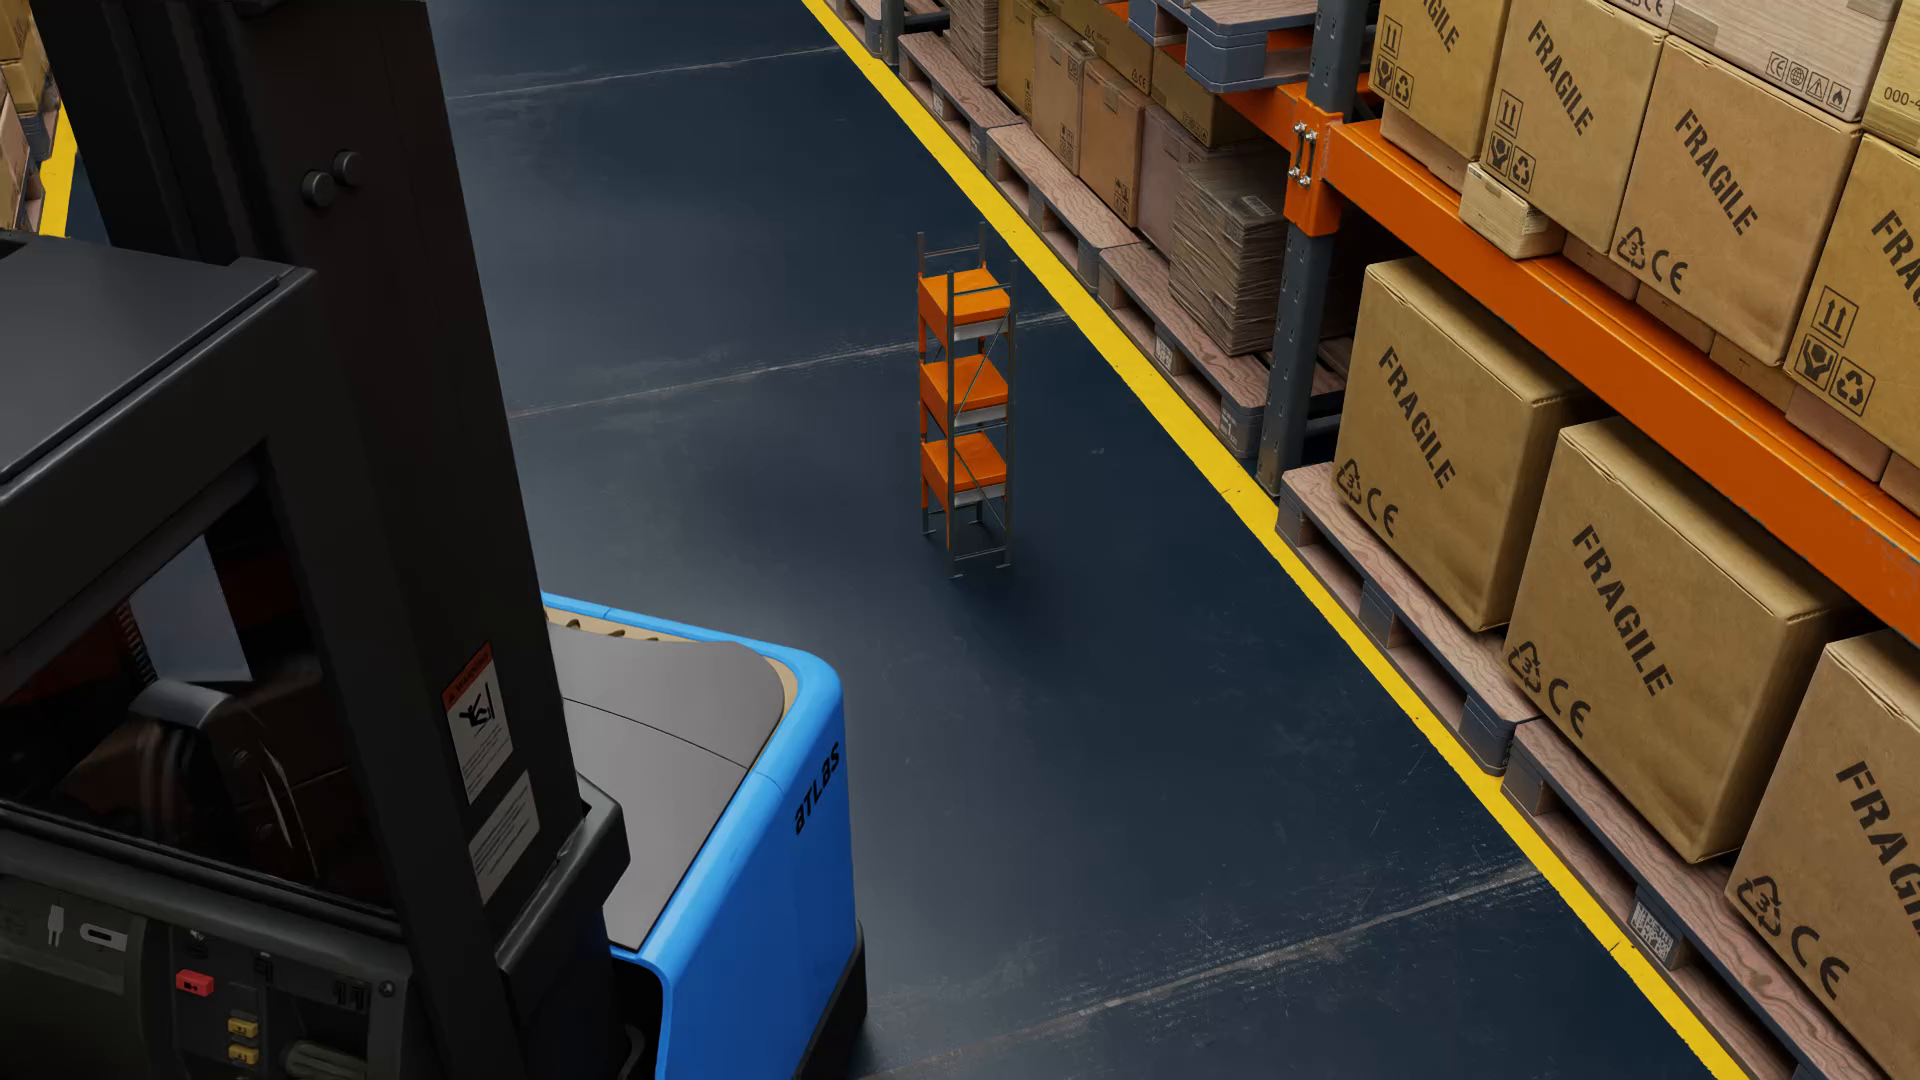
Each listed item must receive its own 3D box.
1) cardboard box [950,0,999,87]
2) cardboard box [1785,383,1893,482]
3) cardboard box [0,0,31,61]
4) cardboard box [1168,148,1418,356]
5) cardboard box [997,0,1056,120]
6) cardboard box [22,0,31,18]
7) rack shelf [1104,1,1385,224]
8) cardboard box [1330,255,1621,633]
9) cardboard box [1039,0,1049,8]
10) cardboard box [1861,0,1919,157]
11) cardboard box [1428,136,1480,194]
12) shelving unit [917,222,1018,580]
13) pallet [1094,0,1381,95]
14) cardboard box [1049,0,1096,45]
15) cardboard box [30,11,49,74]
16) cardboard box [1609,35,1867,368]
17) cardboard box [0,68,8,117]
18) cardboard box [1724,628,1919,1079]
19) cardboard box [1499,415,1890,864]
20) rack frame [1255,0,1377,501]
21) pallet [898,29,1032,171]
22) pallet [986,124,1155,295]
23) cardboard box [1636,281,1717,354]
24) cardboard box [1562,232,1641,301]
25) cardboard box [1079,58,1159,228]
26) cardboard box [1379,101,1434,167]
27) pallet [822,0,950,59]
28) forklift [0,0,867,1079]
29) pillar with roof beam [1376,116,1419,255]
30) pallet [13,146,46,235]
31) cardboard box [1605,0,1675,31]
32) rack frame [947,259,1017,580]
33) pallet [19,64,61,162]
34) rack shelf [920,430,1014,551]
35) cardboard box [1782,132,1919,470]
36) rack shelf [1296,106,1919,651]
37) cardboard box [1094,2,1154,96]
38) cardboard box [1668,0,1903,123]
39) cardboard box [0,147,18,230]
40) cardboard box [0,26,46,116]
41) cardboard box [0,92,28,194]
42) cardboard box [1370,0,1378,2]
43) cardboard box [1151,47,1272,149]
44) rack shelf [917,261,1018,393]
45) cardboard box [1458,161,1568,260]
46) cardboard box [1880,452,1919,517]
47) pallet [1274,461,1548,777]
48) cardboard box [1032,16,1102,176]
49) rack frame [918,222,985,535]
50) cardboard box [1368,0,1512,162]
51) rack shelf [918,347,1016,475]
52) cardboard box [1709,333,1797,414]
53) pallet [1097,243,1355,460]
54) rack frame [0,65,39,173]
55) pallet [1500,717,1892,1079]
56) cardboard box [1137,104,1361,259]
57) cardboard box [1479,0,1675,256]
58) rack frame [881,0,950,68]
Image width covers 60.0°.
[{"bbox_3d":[0.360,-2.490,7.775,0.700,0.500,0.500,-11,38,-14],"label":"cardboard box"},{"bbox_3d":[1.902,-0.275,3.314,0.380,0.149,0.250,-12,39,-16],"label":"cardboard box"},{"bbox_3d":[-4.424,-2.393,7.247,0.500,0.500,0.500,-12,39,-16],"label":"cardboard box"},{"bbox_3d":[1.171,-1.039,5.848,0.700,0.500,0.500,-12,39,-15],"label":"cardboard box"},{"bbox_3d":[0.585,-2.209,7.401,0.700,0.500,0.500,-13,39,-17],"label":"cardboard box"},{"bbox_3d":[-4.603,-2.674,7.620,0.500,0.500,0.500,-12,39,-16],"label":"cardboard box"},{"bbox_3d":[0.780,-2.308,6.419,1.077,0.370,4.000,-12,39,-16],"label":"rack shelf"},{"bbox_3d":[1.598,-0.332,4.635,0.750,0.750,0.750,-13,39,-17],"label":"cardboard box"},{"bbox_3d":[0.515,-2.542,7.220,0.500,0.250,0.500,-13,39,-17],"label":"cardboard box"},{"bbox_3d":[1.925,-0.750,2.782,0.500,0.250,0.500,-13,39,-17],"label":"cardboard box"},{"bbox_3d":[1.442,-0.995,4.270,0.380,0.149,0.250,-12,39,-15],"label":"cardboard box"},{"bbox_3d":[0.018,-0.389,4.894,0.215,1.050,0.252,-12,39,-16],"label":"shelving unit"},{"bbox_3d":[1.123,-1.770,5.266,1.213,0.211,1.003,-12,39,-16],"label":"pallet"},{"bbox_3d":[0.698,-2.248,6.831,0.500,0.250,0.500,-14,39,-17],"label":"cardboard box"},{"bbox_3d":[-4.600,-2.375,7.847,0.500,0.250,0.500,-12,39,-16],"label":"cardboard box"},{"bbox_3d":[1.736,-0.727,3.375,0.500,0.500,0.500,-13,39,-16],"label":"cardboard box"},{"bbox_3d":[-4.150,-1.822,6.645,0.500,0.311,0.500,-12,39,-16],"label":"cardboard box"},{"bbox_3d":[2.190,0.643,3.341,0.750,0.750,0.750,-11,38,-15],"label":"cardboard box"},{"bbox_3d":[1.893,0.164,3.977,0.750,0.750,0.750,-13,39,-16],"label":"cardboard box"},{"bbox_3d":[1.468,-1.466,4.703,1.000,3.000,0.127,-12,39,-16],"label":"rack frame"},{"bbox_3d":[0.361,-2.172,7.958,1.003,0.211,1.213,-12,39,-16],"label":"pallet"},{"bbox_3d":[0.784,-1.482,7.042,1.003,0.211,1.213,-12,39,-16],"label":"pallet"},{"bbox_3d":[1.754,-0.566,3.701,0.380,0.149,0.250,-12,39,-15],"label":"cardboard box"},{"bbox_3d":[1.657,-0.711,3.893,0.380,0.149,0.250,-13,39,-16],"label":"cardboard box"},{"bbox_3d":[0.906,-1.629,6.631,0.700,0.500,0.500,-13,39,-16],"label":"cardboard box"},{"bbox_3d":[1.364,-1.139,4.462,0.380,0.149,0.250,-13,39,-17],"label":"cardboard box"},{"bbox_3d":[-0.173,-2.984,9.035,1.003,0.211,1.213,-12,39,-16],"label":"pallet"},{"bbox_3d":[-1.159,0.659,1.938,1.130,2.935,3.031,11,38,15],"label":"forklift"},{"bbox_3d":[-2.209,-3.884,2.927,9.100,9.000,0.400,-12,39,-16],"label":"pillar with roof beam"},{"bbox_3d":[-4.268,-1.176,6.635,1.003,0.211,1.213,-12,39,-16],"label":"pallet"},{"bbox_3d":[1.568,-1.319,3.537,0.500,0.250,0.500,-13,39,-17],"label":"cardboard box"},{"bbox_3d":[0.060,-0.320,4.803,0.200,1.050,0.008,-12,39,-16],"label":"rack frame"},{"bbox_3d":[-4.793,-2.042,7.785,1.003,0.211,1.213,-12,39,-16],"label":"pallet"},{"bbox_3d":[0.018,-0.159,5.068,0.215,0.259,0.240,-12,39,-16],"label":"rack shelf"},{"bbox_3d":[1.923,-0.434,2.986,0.500,0.500,0.500,-11,38,-15],"label":"cardboard box"},{"bbox_3d":[2.156,-0.048,3.419,1.077,0.370,4.000,-12,39,-16],"label":"rack shelf"},{"bbox_3d":[0.852,-1.963,6.451,0.500,0.250,0.500,-13,39,-16],"label":"cardboard box"},{"bbox_3d":[1.744,-1.037,3.163,0.500,0.250,0.500,-12,39,-16],"label":"cardboard box"},{"bbox_3d":[-3.971,-1.307,6.428,0.500,0.250,0.500,-13,39,-17],"label":"cardboard box"},{"bbox_3d":[-4.433,-2.092,7.470,0.500,0.250,0.500,-12,39,-16],"label":"cardboard box"},{"bbox_3d":[-4.143,-1.593,6.808,0.500,0.250,0.500,-13,39,-16],"label":"cardboard box"},{"bbox_3d":[1.297,-1.945,4.890,0.700,0.500,0.500,-17,40,-21],"label":"cardboard box"},{"bbox_3d":[1.034,-1.673,6.067,0.500,0.250,0.500,-12,39,-15],"label":"cardboard box"},{"bbox_3d":[0.018,-0.607,4.730,0.215,0.259,0.240,-12,39,-16],"label":"rack shelf"},{"bbox_3d":[1.454,-0.828,4.048,0.380,0.149,0.250,-11,38,-15],"label":"cardboard box"},{"bbox_3d":[1.986,-0.125,3.115,0.380,0.149,0.250,-11,38,-15],"label":"cardboard box"},{"bbox_3d":[1.669,0.109,4.930,1.003,0.211,1.213,-12,39,-16],"label":"pallet"},{"bbox_3d":[0.723,-1.912,7.007,0.700,0.500,0.500,-12,39,-15],"label":"cardboard box"},{"bbox_3d":[-0.024,-0.458,4.986,0.200,1.050,0.008,-12,39,-16],"label":"rack frame"},{"bbox_3d":[1.395,-1.305,4.142,0.500,0.500,0.500,-11,38,-15],"label":"cardboard box"},{"bbox_3d":[0.018,-0.381,4.900,0.215,0.259,0.240,-12,39,-16],"label":"rack shelf"},{"bbox_3d":[1.833,-0.418,3.504,0.380,0.149,0.250,-12,39,-15],"label":"cardboard box"},{"bbox_3d":[1.201,-0.794,6.128,1.003,0.211,1.213,-12,39,-16],"label":"pallet"},{"bbox_3d":[-4.558,-2.698,6.338,1.000,3.000,0.127,-12,39,-16],"label":"rack frame"},{"bbox_3d":[2.085,0.797,4.016,1.003,0.211,1.213,-12,39,-16],"label":"pallet"},{"bbox_3d":[1.103,-1.354,6.266,0.700,0.500,0.500,-13,39,-16],"label":"cardboard box"},{"bbox_3d":[1.566,-1.007,3.747,0.500,0.500,0.500,-11,38,-14],"label":"cardboard box"},{"bbox_3d":[0.092,-3.725,7.703,1.000,3.000,0.127,-12,39,-16],"label":"rack frame"}]
